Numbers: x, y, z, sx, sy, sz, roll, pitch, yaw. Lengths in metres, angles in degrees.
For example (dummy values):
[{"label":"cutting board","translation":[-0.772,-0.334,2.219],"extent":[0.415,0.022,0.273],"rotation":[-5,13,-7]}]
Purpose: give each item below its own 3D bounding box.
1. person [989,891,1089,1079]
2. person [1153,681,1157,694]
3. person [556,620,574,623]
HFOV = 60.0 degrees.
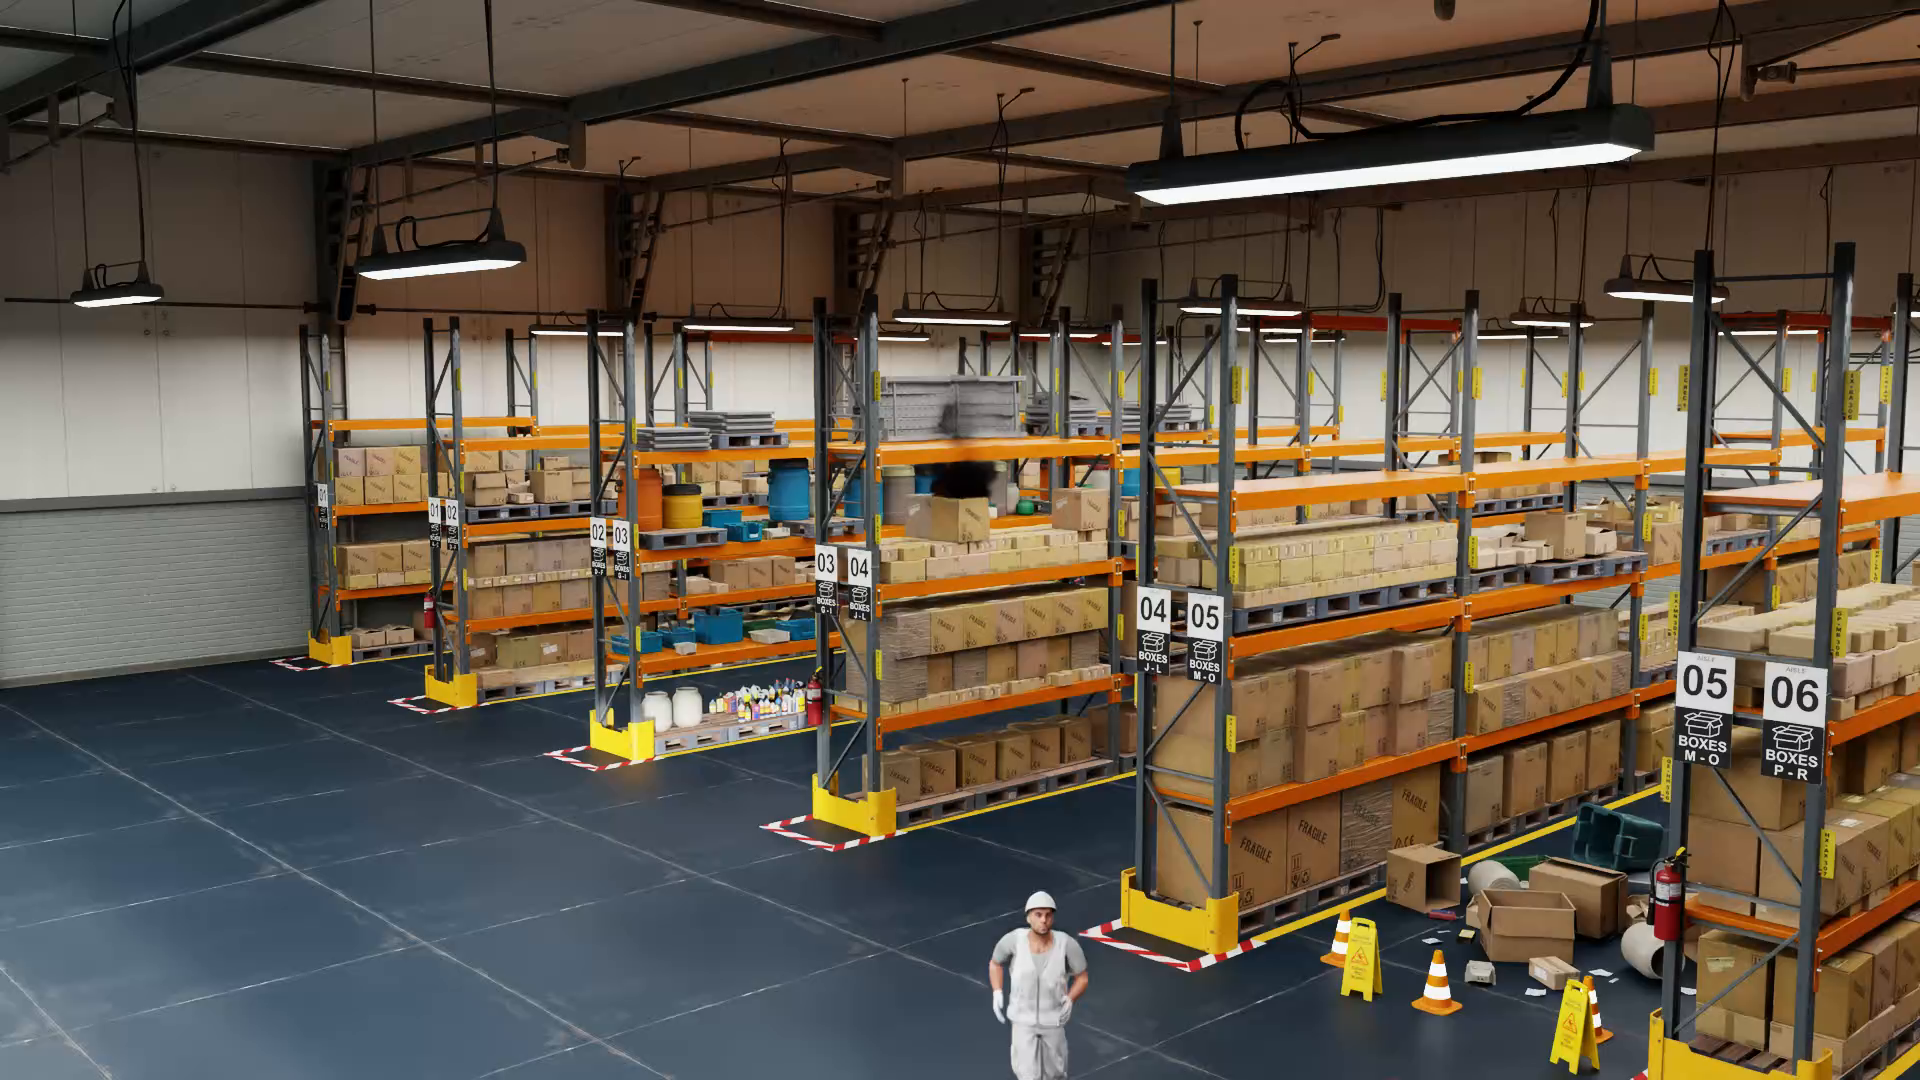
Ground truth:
[{"label":"person","translation":[0.518,3.172,10.985],"extent":[0.660,1.765,0.946],"rotation":[0,6,2]},{"label":"person","translation":[2.852,1.807,24.953],"extent":[0.599,1.713,0.820],"rotation":[5,8,43]},{"label":"person","translation":[-7.046,1.357,29.597],"extent":[0.588,1.629,0.608],"rotation":[6,8,44]}]
